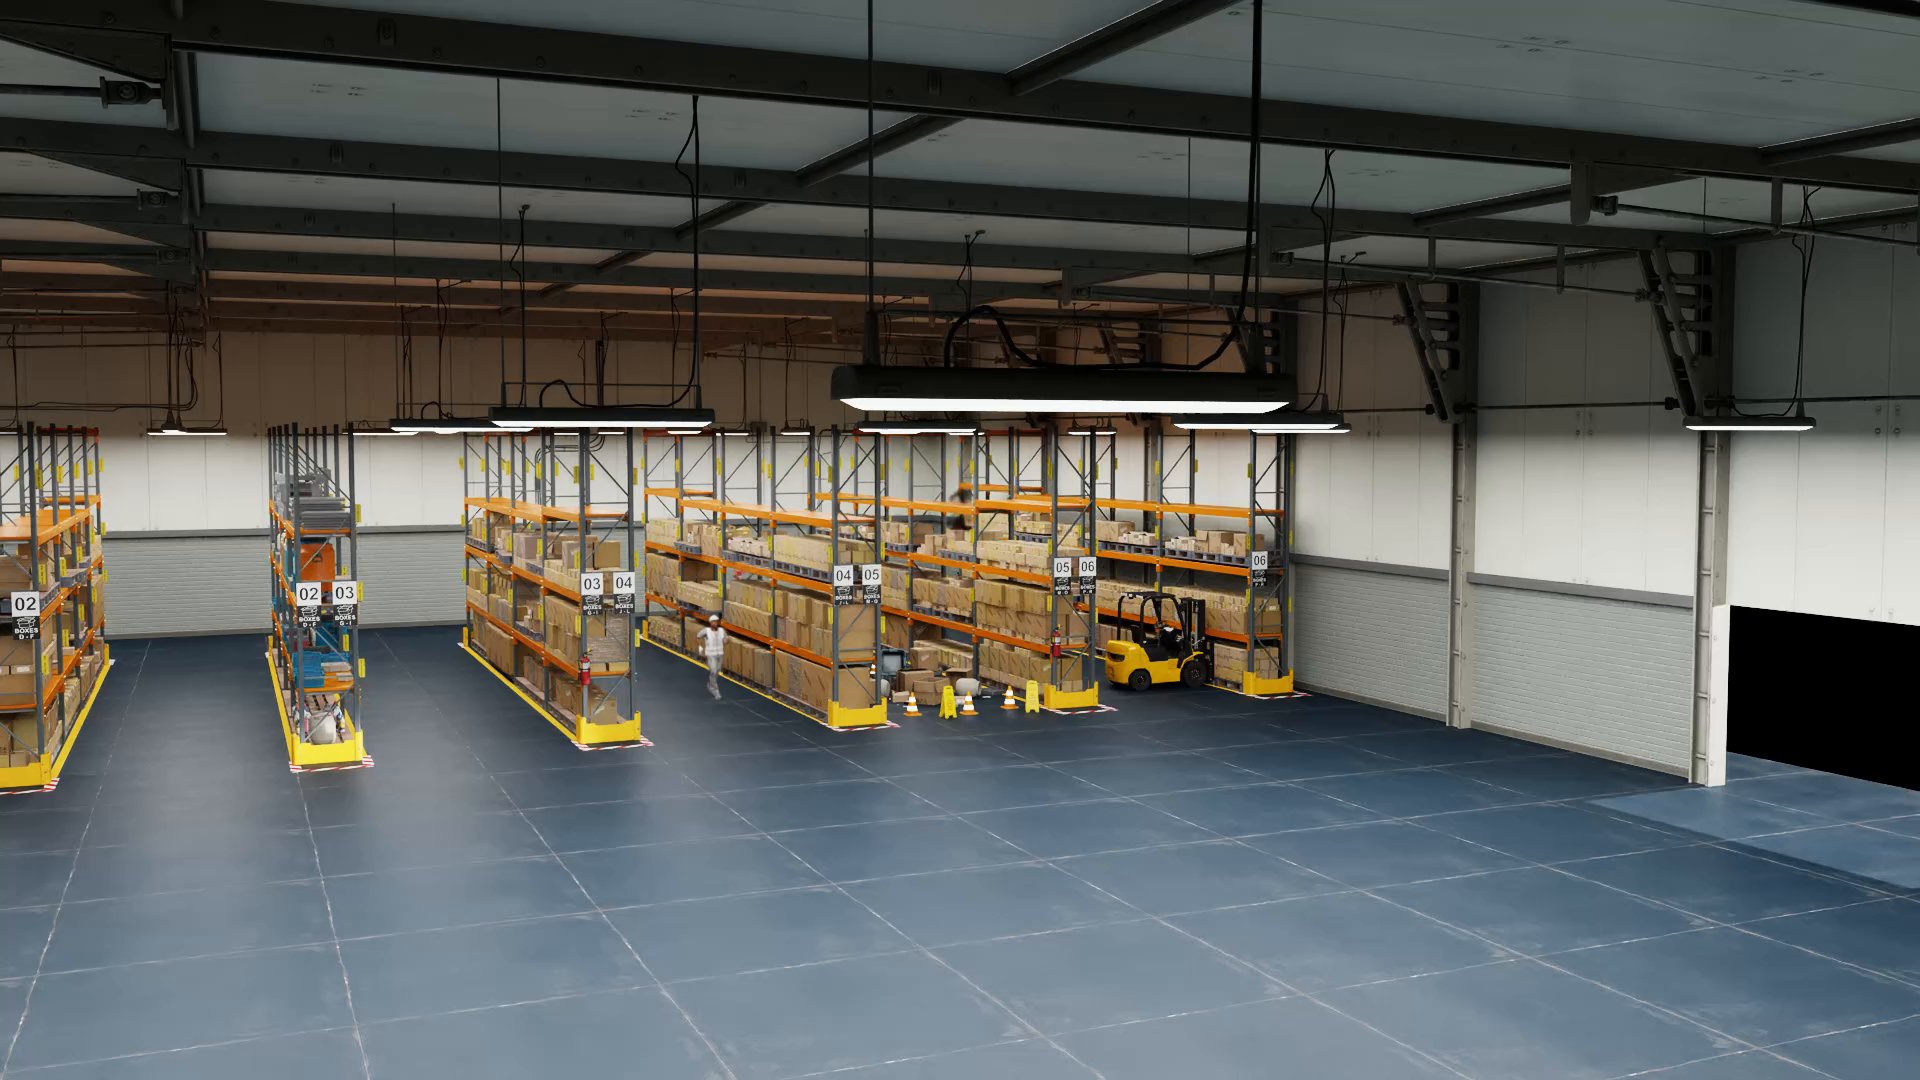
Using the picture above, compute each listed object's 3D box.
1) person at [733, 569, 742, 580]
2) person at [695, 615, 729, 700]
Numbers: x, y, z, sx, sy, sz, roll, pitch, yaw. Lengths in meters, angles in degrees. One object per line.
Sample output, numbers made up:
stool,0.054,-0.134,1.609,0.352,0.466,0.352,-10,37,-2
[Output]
person,-6.725,1.766,50.312,0.725,1.810,0.632,-1,4,-22
person,-5.431,2.566,36.756,0.671,1.819,0.897,-3,4,-36
